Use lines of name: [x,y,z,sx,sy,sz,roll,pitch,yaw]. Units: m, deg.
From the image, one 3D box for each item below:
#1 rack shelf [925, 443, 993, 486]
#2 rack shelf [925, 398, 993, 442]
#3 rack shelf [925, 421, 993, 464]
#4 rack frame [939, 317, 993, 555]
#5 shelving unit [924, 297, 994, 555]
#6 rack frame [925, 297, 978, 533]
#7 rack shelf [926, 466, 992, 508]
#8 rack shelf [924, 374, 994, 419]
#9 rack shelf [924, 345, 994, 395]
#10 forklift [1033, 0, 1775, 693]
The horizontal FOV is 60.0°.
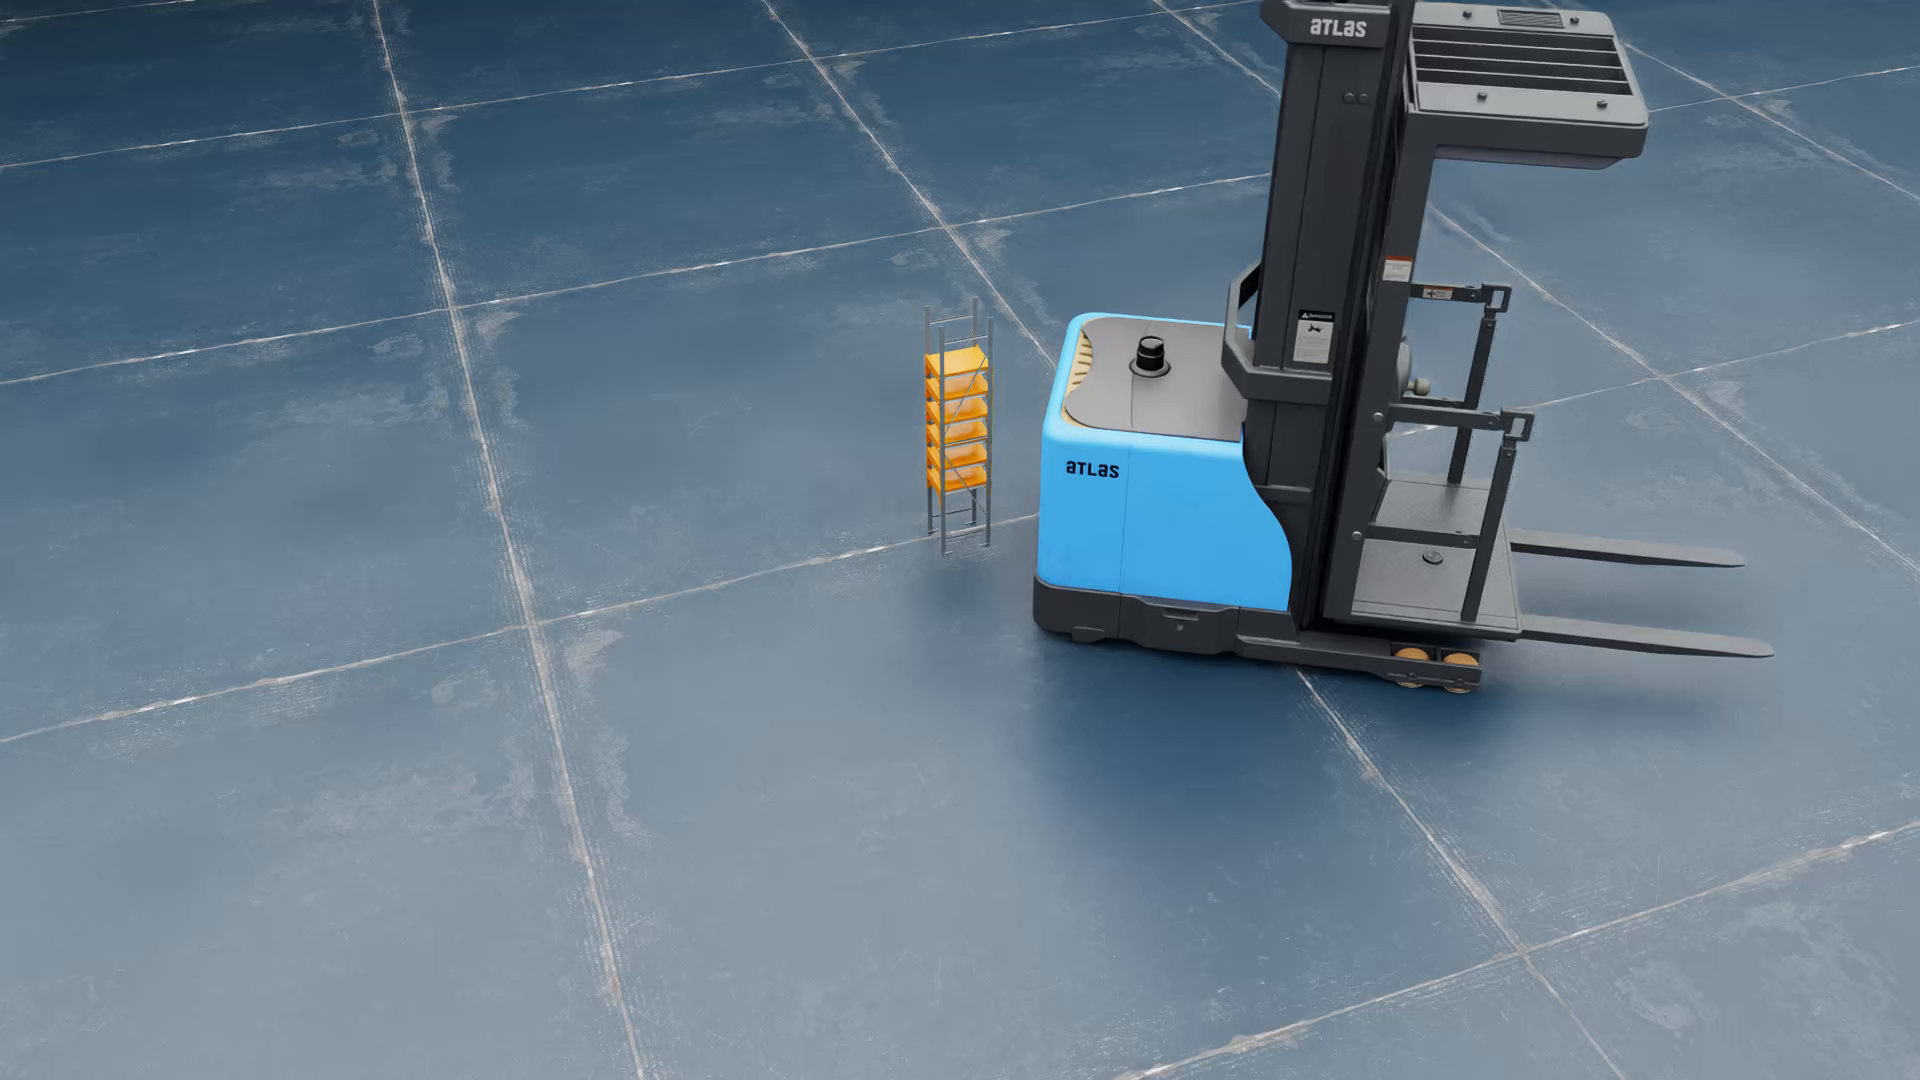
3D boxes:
rack shelf: [-0.005,-0.356,7.499,0.258,0.103,0.180,-12,39,-16]
rack shelf: [-0.005,-0.548,7.354,0.258,0.103,0.180,-12,39,-16]
rack shelf: [-0.005,-0.452,7.427,0.258,0.103,0.180,-12,39,-16]
rack frame: [0.026,-0.436,7.331,0.240,1.200,0.006,-12,39,-16]
shelving unit: [-0.005,-0.487,7.400,0.258,1.200,0.189,-12,39,-16]
rack frame: [-0.036,-0.539,7.468,0.240,1.200,0.006,-12,39,-16]
rack shelf: [-0.005,-0.260,7.571,0.258,0.103,0.180,-12,39,-16]
rack shelf: [-0.005,-0.644,7.282,0.258,0.103,0.180,-12,39,-16]
rack shelf: [-0.005,-0.739,7.210,0.258,0.103,0.180,-12,39,-16]
forklift: [1.881,-0.883,6.486,3.031,2.935,1.130,6,37,8]
